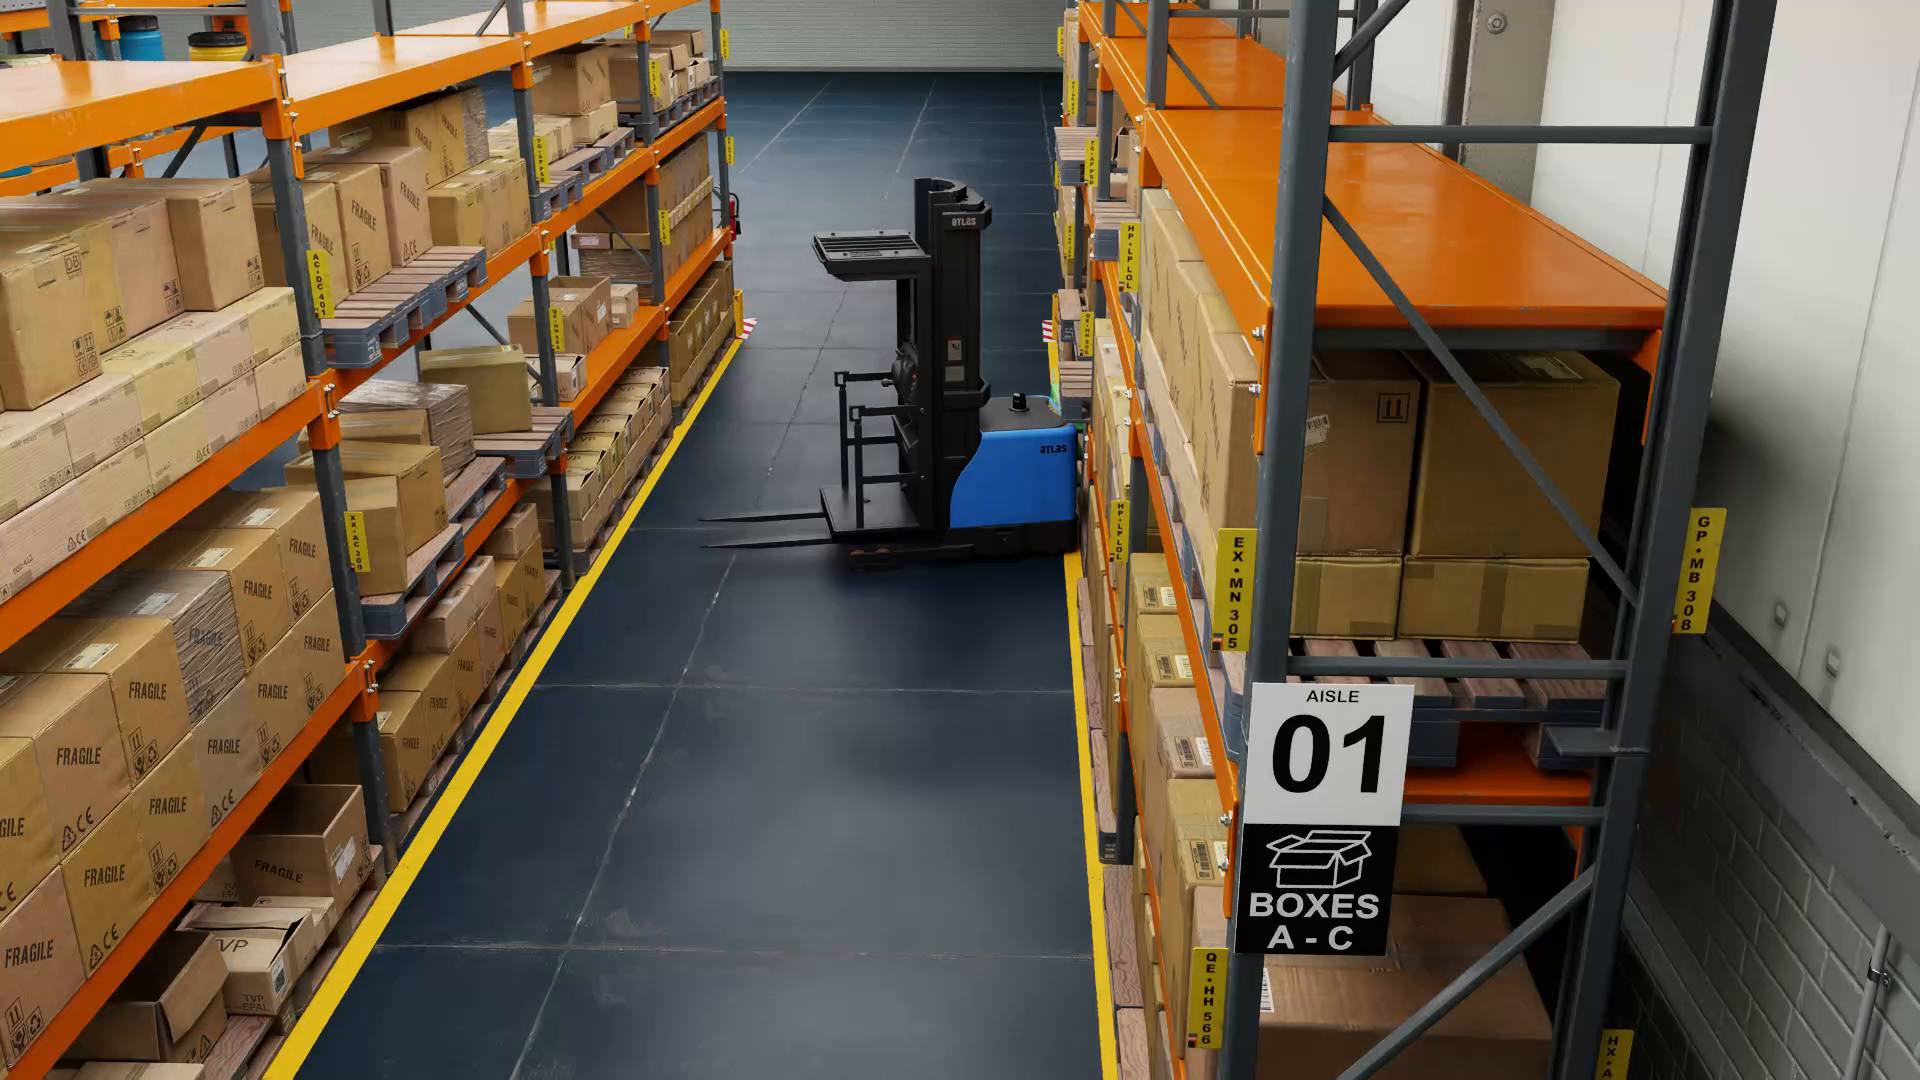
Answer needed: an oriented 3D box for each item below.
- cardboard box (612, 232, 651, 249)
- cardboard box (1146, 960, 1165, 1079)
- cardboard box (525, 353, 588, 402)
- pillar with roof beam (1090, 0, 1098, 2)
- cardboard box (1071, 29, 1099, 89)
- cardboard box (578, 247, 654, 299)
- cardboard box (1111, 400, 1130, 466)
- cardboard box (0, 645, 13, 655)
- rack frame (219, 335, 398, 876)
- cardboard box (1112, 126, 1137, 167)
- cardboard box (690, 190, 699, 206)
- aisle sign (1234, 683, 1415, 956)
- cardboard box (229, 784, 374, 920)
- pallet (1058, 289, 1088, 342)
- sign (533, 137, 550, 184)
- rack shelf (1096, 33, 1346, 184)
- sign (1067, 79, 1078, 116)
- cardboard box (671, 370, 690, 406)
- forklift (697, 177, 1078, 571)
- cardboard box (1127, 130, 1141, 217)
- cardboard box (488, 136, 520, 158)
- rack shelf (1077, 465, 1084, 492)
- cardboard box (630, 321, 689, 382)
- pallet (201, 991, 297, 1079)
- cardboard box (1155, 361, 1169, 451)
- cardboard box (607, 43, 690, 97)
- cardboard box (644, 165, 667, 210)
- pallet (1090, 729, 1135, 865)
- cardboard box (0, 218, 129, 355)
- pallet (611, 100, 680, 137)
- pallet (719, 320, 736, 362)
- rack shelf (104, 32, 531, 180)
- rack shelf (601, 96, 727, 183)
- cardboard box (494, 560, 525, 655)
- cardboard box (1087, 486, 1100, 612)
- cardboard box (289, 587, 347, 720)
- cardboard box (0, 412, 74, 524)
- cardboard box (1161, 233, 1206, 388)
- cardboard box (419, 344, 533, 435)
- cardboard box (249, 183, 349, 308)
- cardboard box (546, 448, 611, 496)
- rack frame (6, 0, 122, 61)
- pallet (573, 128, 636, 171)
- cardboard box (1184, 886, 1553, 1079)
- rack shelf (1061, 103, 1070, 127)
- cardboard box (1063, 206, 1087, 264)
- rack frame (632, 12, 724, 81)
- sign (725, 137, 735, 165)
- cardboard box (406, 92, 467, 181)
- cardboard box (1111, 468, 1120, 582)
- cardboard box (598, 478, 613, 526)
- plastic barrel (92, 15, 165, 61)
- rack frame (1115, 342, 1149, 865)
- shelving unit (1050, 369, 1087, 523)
[{"bbox_3d":[-3.165,-2.926,16.181,0.380,0.149,0.250,1,21,2],"label":"cardboard box"},{"bbox_3d":[1.179,2.070,7.215,0.700,0.500,0.500,1,21,3],"label":"cardboard box"},{"bbox_3d":[-3.268,-1.315,13.188,0.500,0.311,0.500,0,21,1],"label":"cardboard box"},{"bbox_3d":[-1.024,-15.134,40.386,9.100,9.000,0.400,1,21,2],"label":"pillar with roof beam"},{"bbox_3d":[1.329,-4.533,15.664,0.500,0.500,0.500,-1,21,-3],"label":"cardboard box"},{"bbox_3d":[-3.360,-2.689,16.467,0.700,0.500,0.500,0,21,0],"label":"cardboard box"},{"bbox_3d":[1.140,-0.621,9.662,0.500,0.250,0.500,1,21,3],"label":"cardboard box"},{"bbox_3d":[-3.952,0.625,6.545,0.500,0.500,0.500,1,21,3],"label":"cardboard box"},{"bbox_3d":[-3.610,0.411,8.616,1.000,3.000,0.127,1,21,2],"label":"rack frame"},{"bbox_3d":[1.595,-2.906,12.847,0.797,0.503,0.637,4,21,9],"label":"cardboard box"},{"bbox_3d":[-3.098,-3.764,18.340,0.380,0.149,0.250,1,21,3],"label":"cardboard box"},{"bbox_3d":[0.917,0.721,4.223,0.394,0.787,0.004,1,21,2],"label":"aisle sign"},{"bbox_3d":[-3.344,1.580,8.450,0.500,0.500,0.500,1,21,2],"label":"cardboard box"},{"bbox_3d":[1.416,-2.064,15.261,1.003,0.211,1.213,1,21,2],"label":"pallet"},{"bbox_3d":[-2.946,-2.668,11.690,0.100,0.325,0.005,1,21,2],"label":"sign"},{"bbox_3d":[1.402,-2.534,9.460,1.077,0.370,4.000,1,21,2],"label":"rack shelf"},{"bbox_3d":[1.042,-4.071,15.306,0.100,0.325,0.005,1,21,2],"label":"sign"},{"bbox_3d":[-3.050,-1.560,16.916,0.500,0.250,0.500,1,21,2],"label":"cardboard box"},{"bbox_3d":[-0.616,-1.325,13.185,3.031,2.935,1.130,-4,22,-10],"label":"forklift"},{"bbox_3d":[1.506,-2.460,11.121,0.700,0.500,0.500,-1,21,-3],"label":"cardboard box"},{"bbox_3d":[-3.533,-2.914,12.666,0.500,0.250,0.500,1,21,3],"label":"cardboard box"},{"bbox_3d":[0.898,-0.518,14.157,0.258,0.148,0.480,0,24,-3],"label":"rack shelf"},{"bbox_3d":[-3.040,-1.909,16.780,0.500,0.500,0.500,1,21,2],"label":"cardboard box"},{"bbox_3d":[-3.667,2.402,7.341,1.003,0.211,1.213,1,21,2],"label":"pallet"},{"bbox_3d":[1.019,-0.490,6.281,0.500,0.250,0.500,0,21,0],"label":"cardboard box"},{"bbox_3d":[-3.191,-4.783,16.940,0.797,0.503,0.637,3,21,8],"label":"cardboard box"},{"bbox_3d":[-3.346,-3.476,16.703,0.700,0.500,0.500,1,21,1],"label":"cardboard box"},{"bbox_3d":[1.289,1.484,9.705,1.003,0.211,1.213,1,21,2],"label":"pallet"},{"bbox_3d":[-3.753,-0.964,6.493,0.700,0.500,0.500,1,21,2],"label":"cardboard box"},{"bbox_3d":[-3.367,-4.147,16.340,1.003,0.211,1.213,1,21,2],"label":"pallet"},{"bbox_3d":[-3.227,-2.351,19.589,1.003,0.211,1.213,1,21,2],"label":"pallet"},{"bbox_3d":[-3.550,-2.587,9.597,1.077,0.370,4.000,1,21,2],"label":"rack shelf"},{"bbox_3d":[-3.306,-4.268,17.522,1.077,0.370,4.000,1,21,2],"label":"rack shelf"},{"bbox_3d":[-3.299,0.453,11.356,0.500,0.500,0.500,0,21,0],"label":"cardboard box"},{"bbox_3d":[1.309,0.089,11.838,0.750,0.750,0.750,0,21,1],"label":"cardboard box"},{"bbox_3d":[-3.369,0.548,8.125,0.500,0.500,0.500,1,21,3],"label":"cardboard box"},{"bbox_3d":[-3.425,-0.249,5.686,0.500,0.250,0.500,1,21,2],"label":"cardboard box"},{"bbox_3d":[1.020,-0.837,6.138,0.500,0.500,0.500,1,21,2],"label":"cardboard box"},{"bbox_3d":[-3.395,-1.049,11.660,0.700,0.500,0.500,-7,22,-16],"label":"cardboard box"},{"bbox_3d":[-3.521,-1.458,8.429,0.600,0.600,0.600,-1,21,-3],"label":"cardboard box"},{"bbox_3d":[-3.172,-0.587,13.633,0.500,0.311,0.500,0,21,0],"label":"cardboard box"},{"bbox_3d":[-8.318,-5.334,15.130,1.000,3.000,0.127,1,21,2],"label":"rack frame"},{"bbox_3d":[-3.381,-3.472,14.741,0.805,0.209,1.217,0,21,-1],"label":"pallet"},{"bbox_3d":[1.225,1.586,5.173,0.980,0.700,0.700,2,21,4],"label":"cardboard box"},{"bbox_3d":[1.645,-4.215,17.385,1.077,0.370,4.000,1,21,2],"label":"rack shelf"},{"bbox_3d":[1.299,-3.072,16.737,0.500,0.500,0.500,1,21,1],"label":"cardboard box"},{"bbox_3d":[-3.245,-6.725,18.713,1.000,3.000,0.127,1,21,2],"label":"rack frame"},{"bbox_3d":[-2.703,-4.567,19.518,0.100,0.325,0.005,1,21,2],"label":"sign"},{"bbox_3d":[-3.524,-2.604,10.721,0.500,0.500,0.500,1,21,2],"label":"cardboard box"},{"bbox_3d":[1.109,-0.085,9.317,0.500,0.500,0.500,1,21,2],"label":"cardboard box"},{"bbox_3d":[-3.165,-0.317,13.713,0.500,0.250,0.500,0,21,0],"label":"cardboard box"},{"bbox_3d":[-8.181,-4.724,16.430,0.600,0.901,0.708,1,21,2],"label":"plastic barrel"},{"bbox_3d":[1.341,0.464,8.479,1.000,3.000,0.127,1,21,2],"label":"rack frame"},{"bbox_3d":[0.902,-0.796,14.034,0.258,1.200,0.503,0,24,-3],"label":"shelving unit"}]
